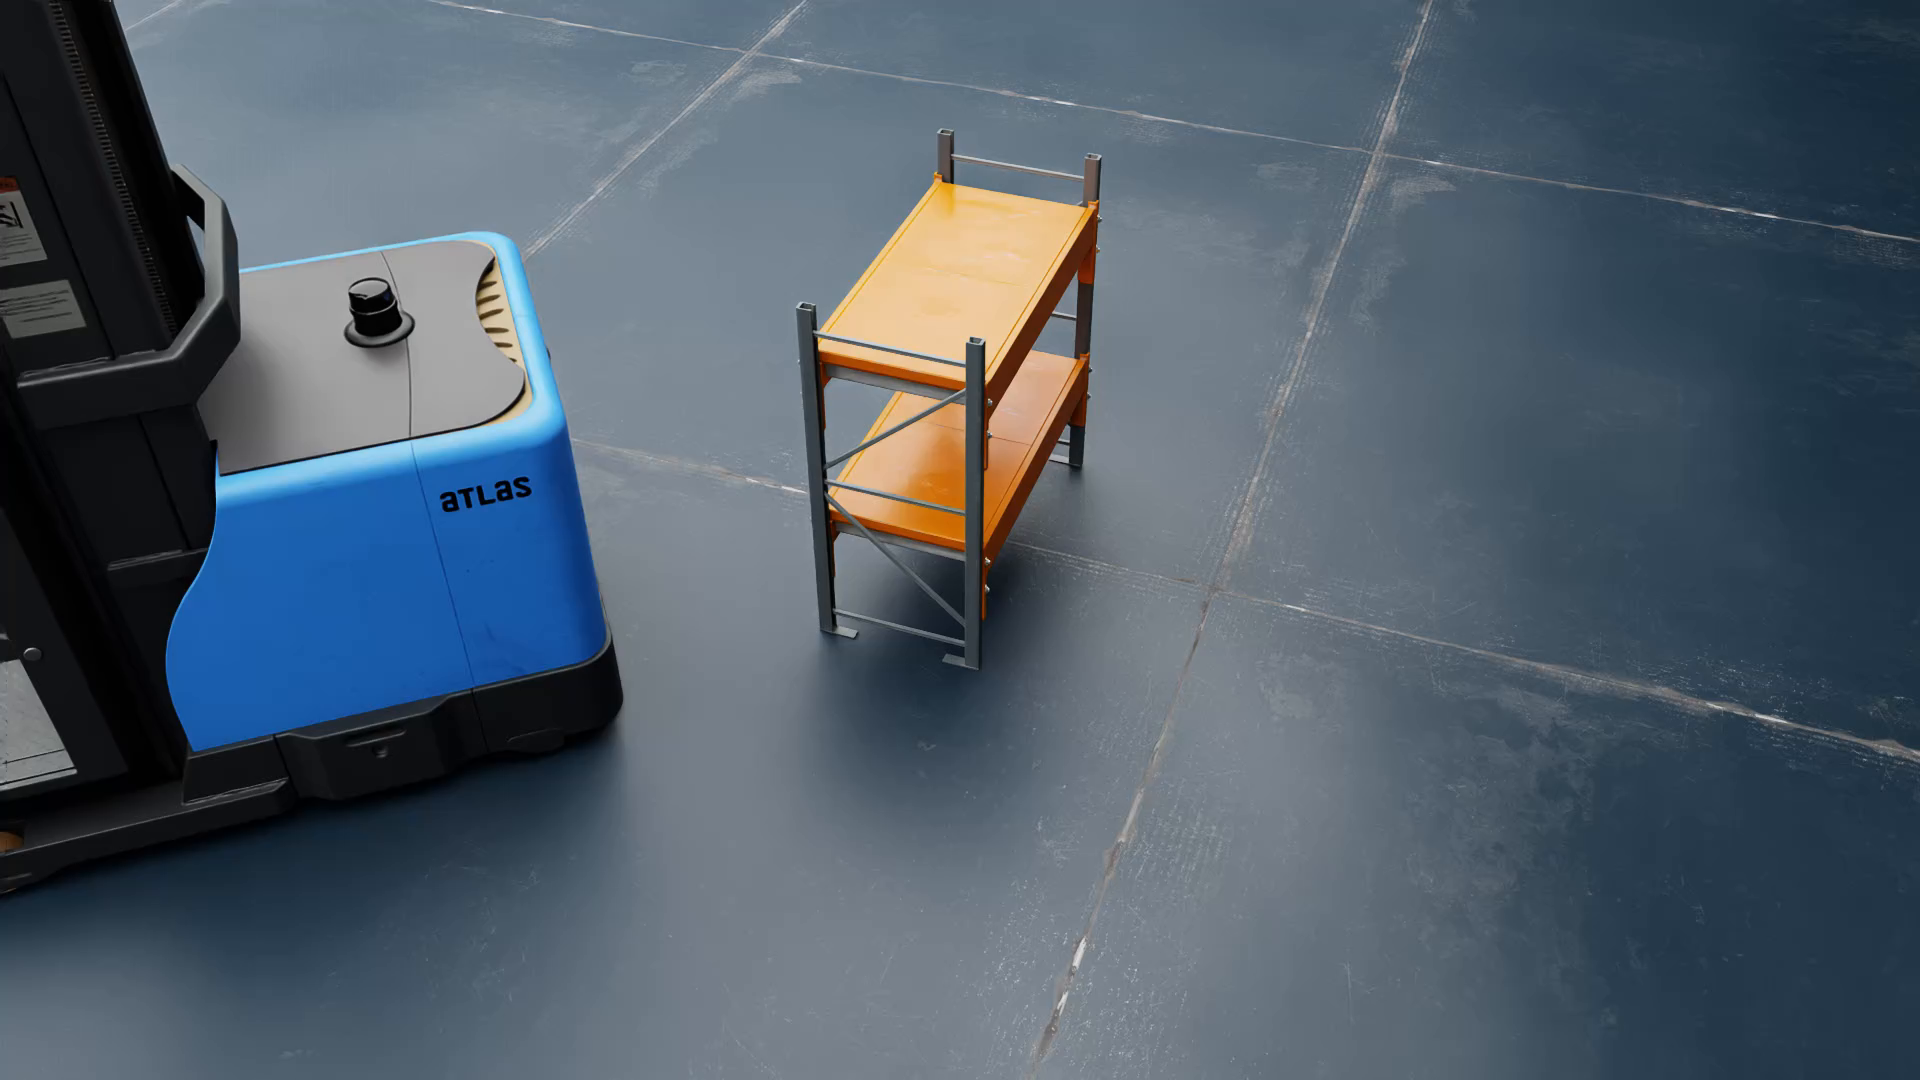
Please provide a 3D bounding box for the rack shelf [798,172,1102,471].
[{"bbox_3d":[-0.002,-0.646,4.690,0.538,0.278,1.000,13,42,15],"label":"rack shelf"}]

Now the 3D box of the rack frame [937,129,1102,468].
[{"bbox_3d":[0.172,-0.734,5.243,0.500,1.125,0.032,13,42,15],"label":"rack frame"}]

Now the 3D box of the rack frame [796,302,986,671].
[{"bbox_3d":[-0.176,-0.114,4.517,0.500,1.125,0.032,13,42,15],"label":"rack frame"}]

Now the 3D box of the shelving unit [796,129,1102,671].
[{"bbox_3d":[-0.002,-0.424,4.880,0.538,1.125,1.048,13,42,15],"label":"shelving unit"}]

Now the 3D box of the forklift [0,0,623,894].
[{"bbox_3d":[-2.508,-0.566,3.655,3.031,2.935,1.130,-13,42,-14],"label":"forklift"}]

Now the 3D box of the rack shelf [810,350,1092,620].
[{"bbox_3d":[-0.002,-0.238,5.039,0.538,0.278,1.000,13,42,15],"label":"rack shelf"}]
